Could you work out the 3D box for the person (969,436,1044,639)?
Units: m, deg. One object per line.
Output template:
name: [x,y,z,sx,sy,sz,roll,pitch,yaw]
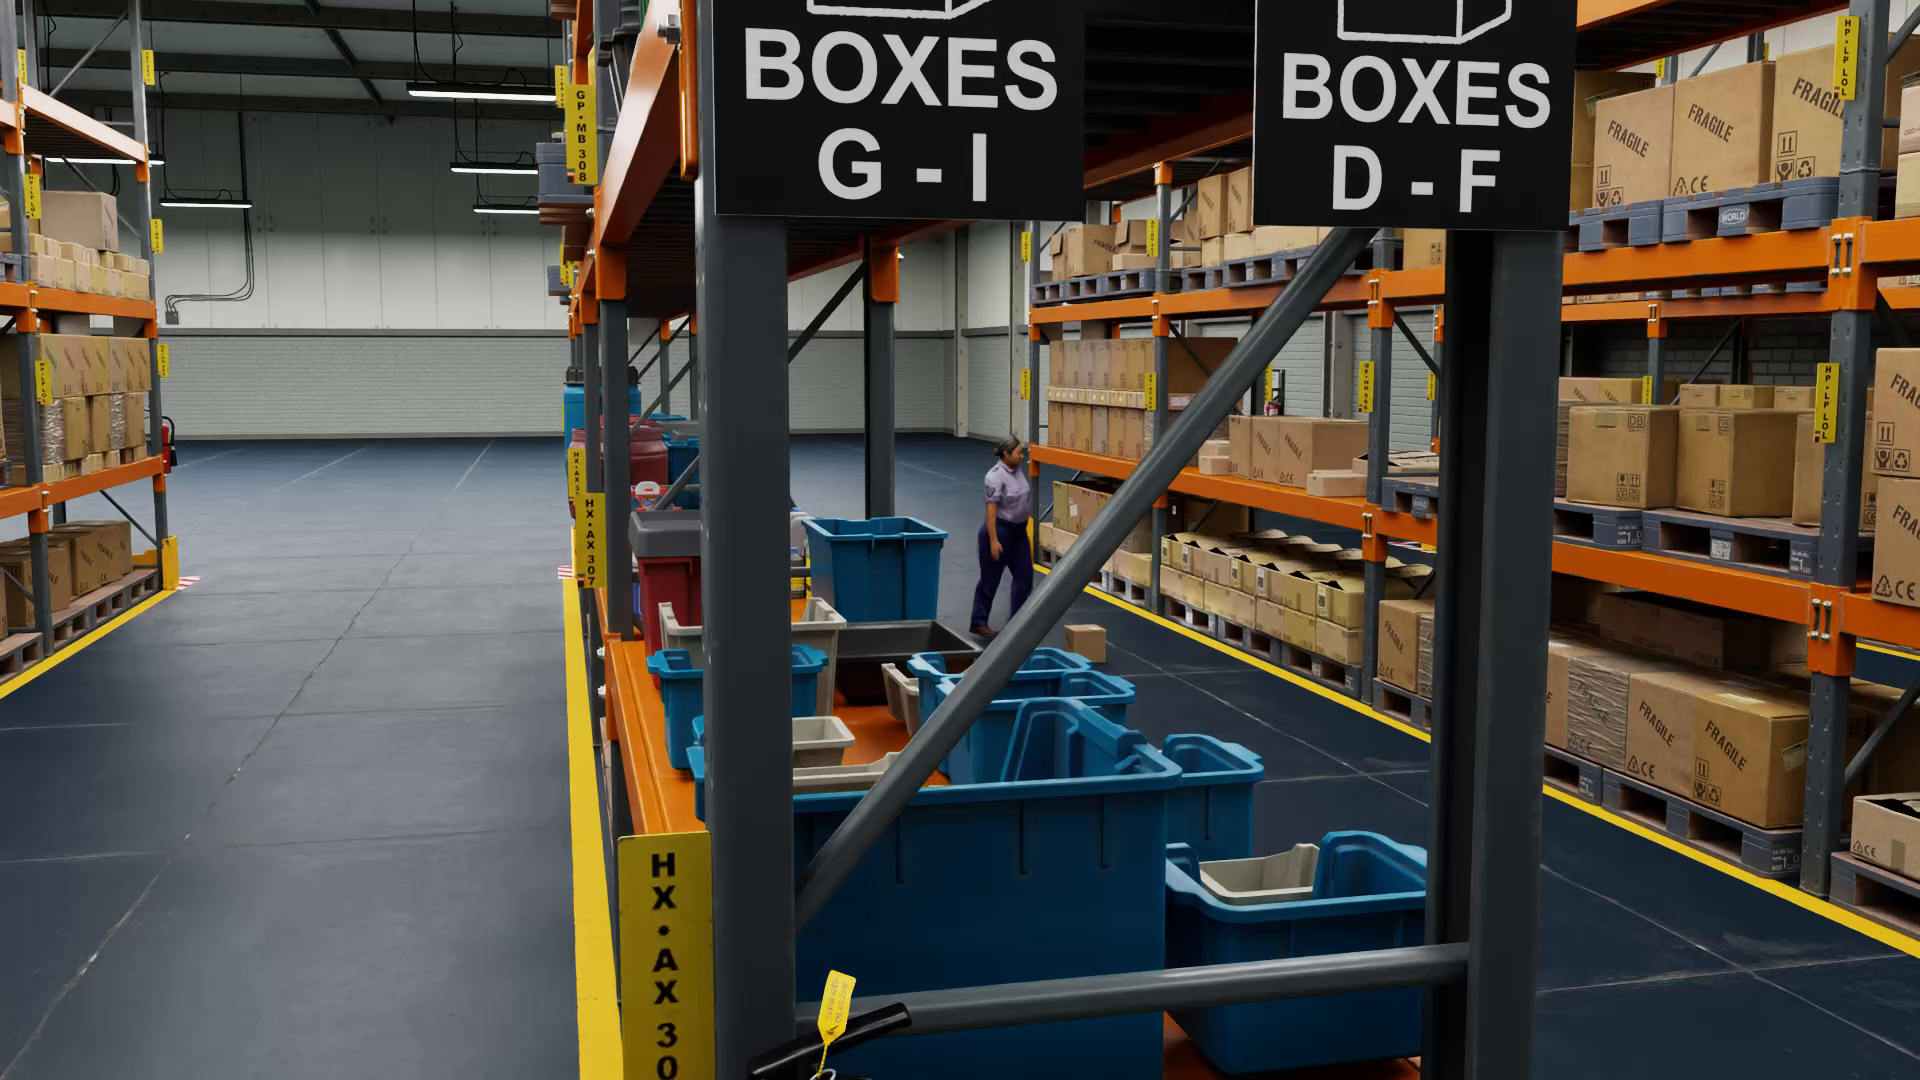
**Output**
person: [0.337,0.006,13.362,0.544,1.695,0.540,5,8,36]
